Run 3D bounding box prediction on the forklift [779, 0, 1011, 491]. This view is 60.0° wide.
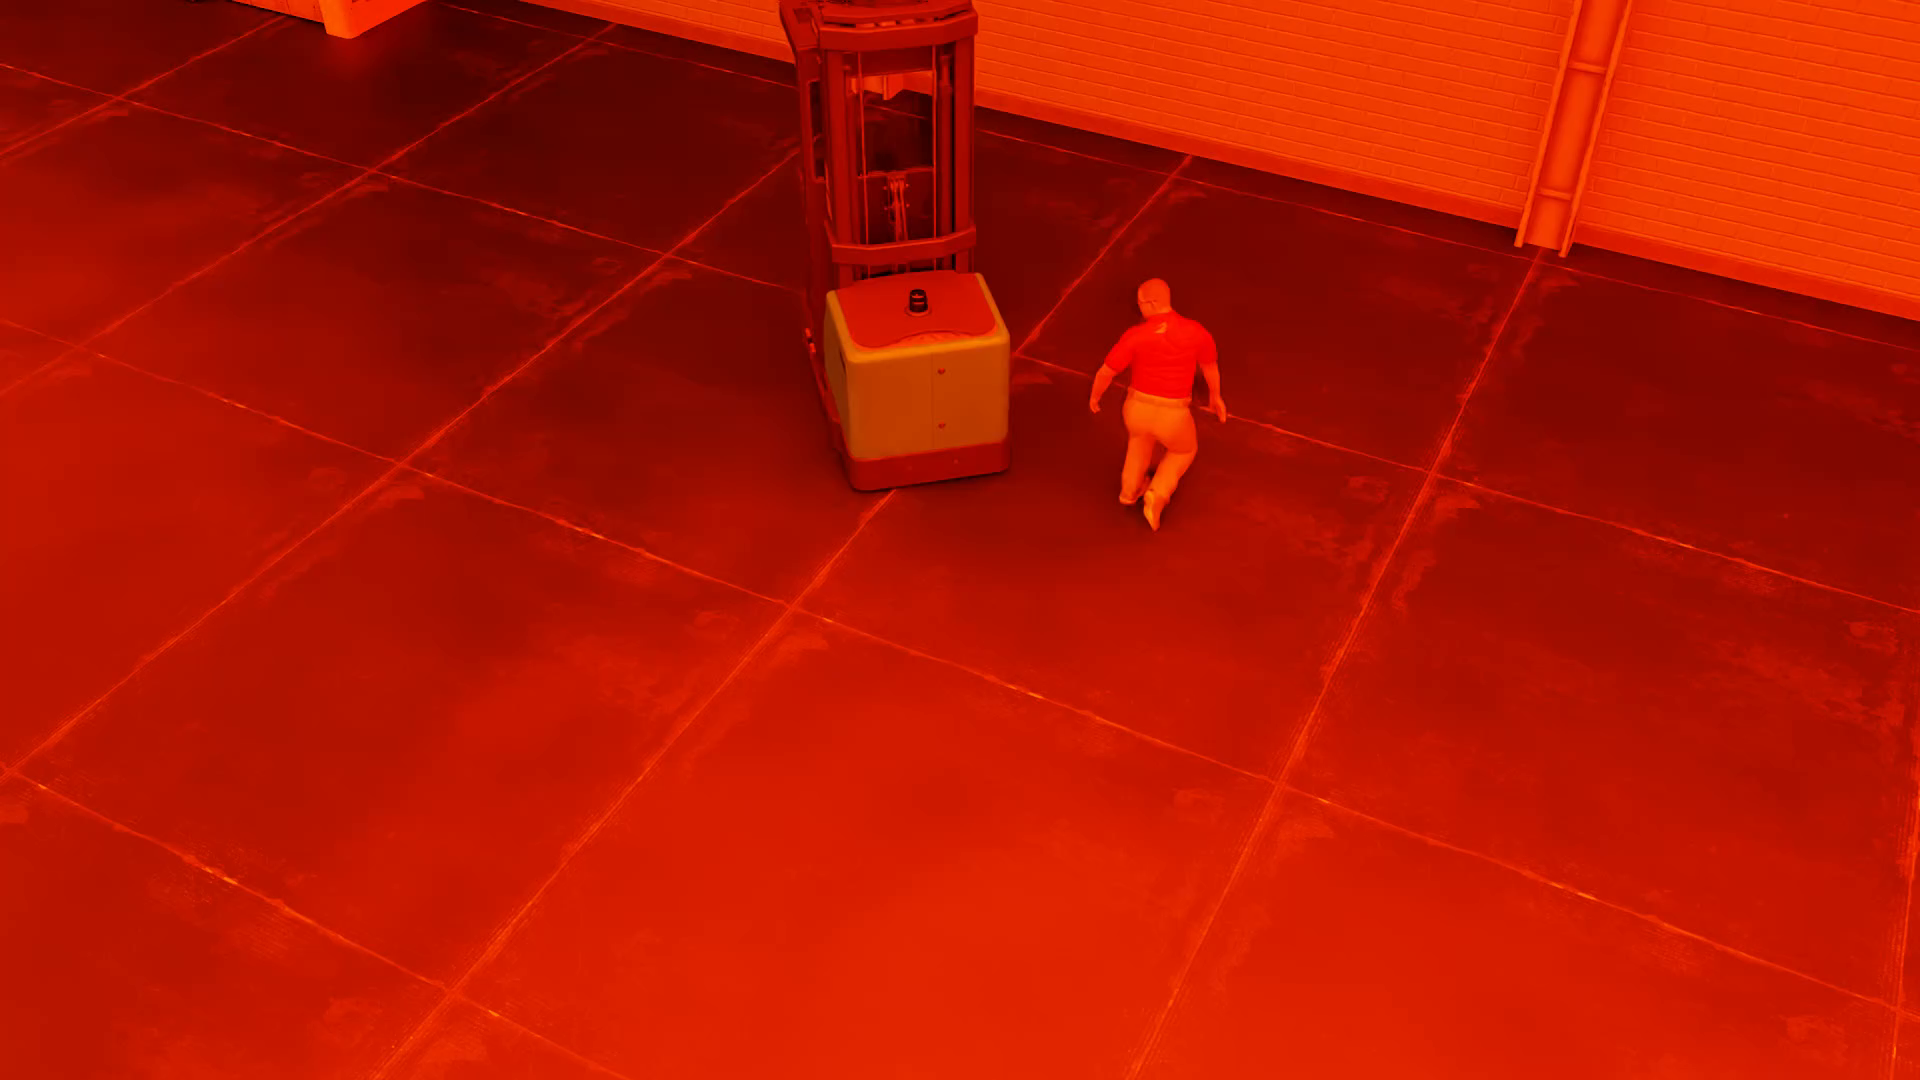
[{"bbox_3d":[-0.509,-2.389,10.823,1.130,2.935,3.031,-9,41,-10],"label":"forklift"}]

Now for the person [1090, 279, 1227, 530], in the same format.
[{"bbox_3d":[1.193,-0.807,10.068,0.832,1.528,0.648,8,41,9],"label":"person"}]
